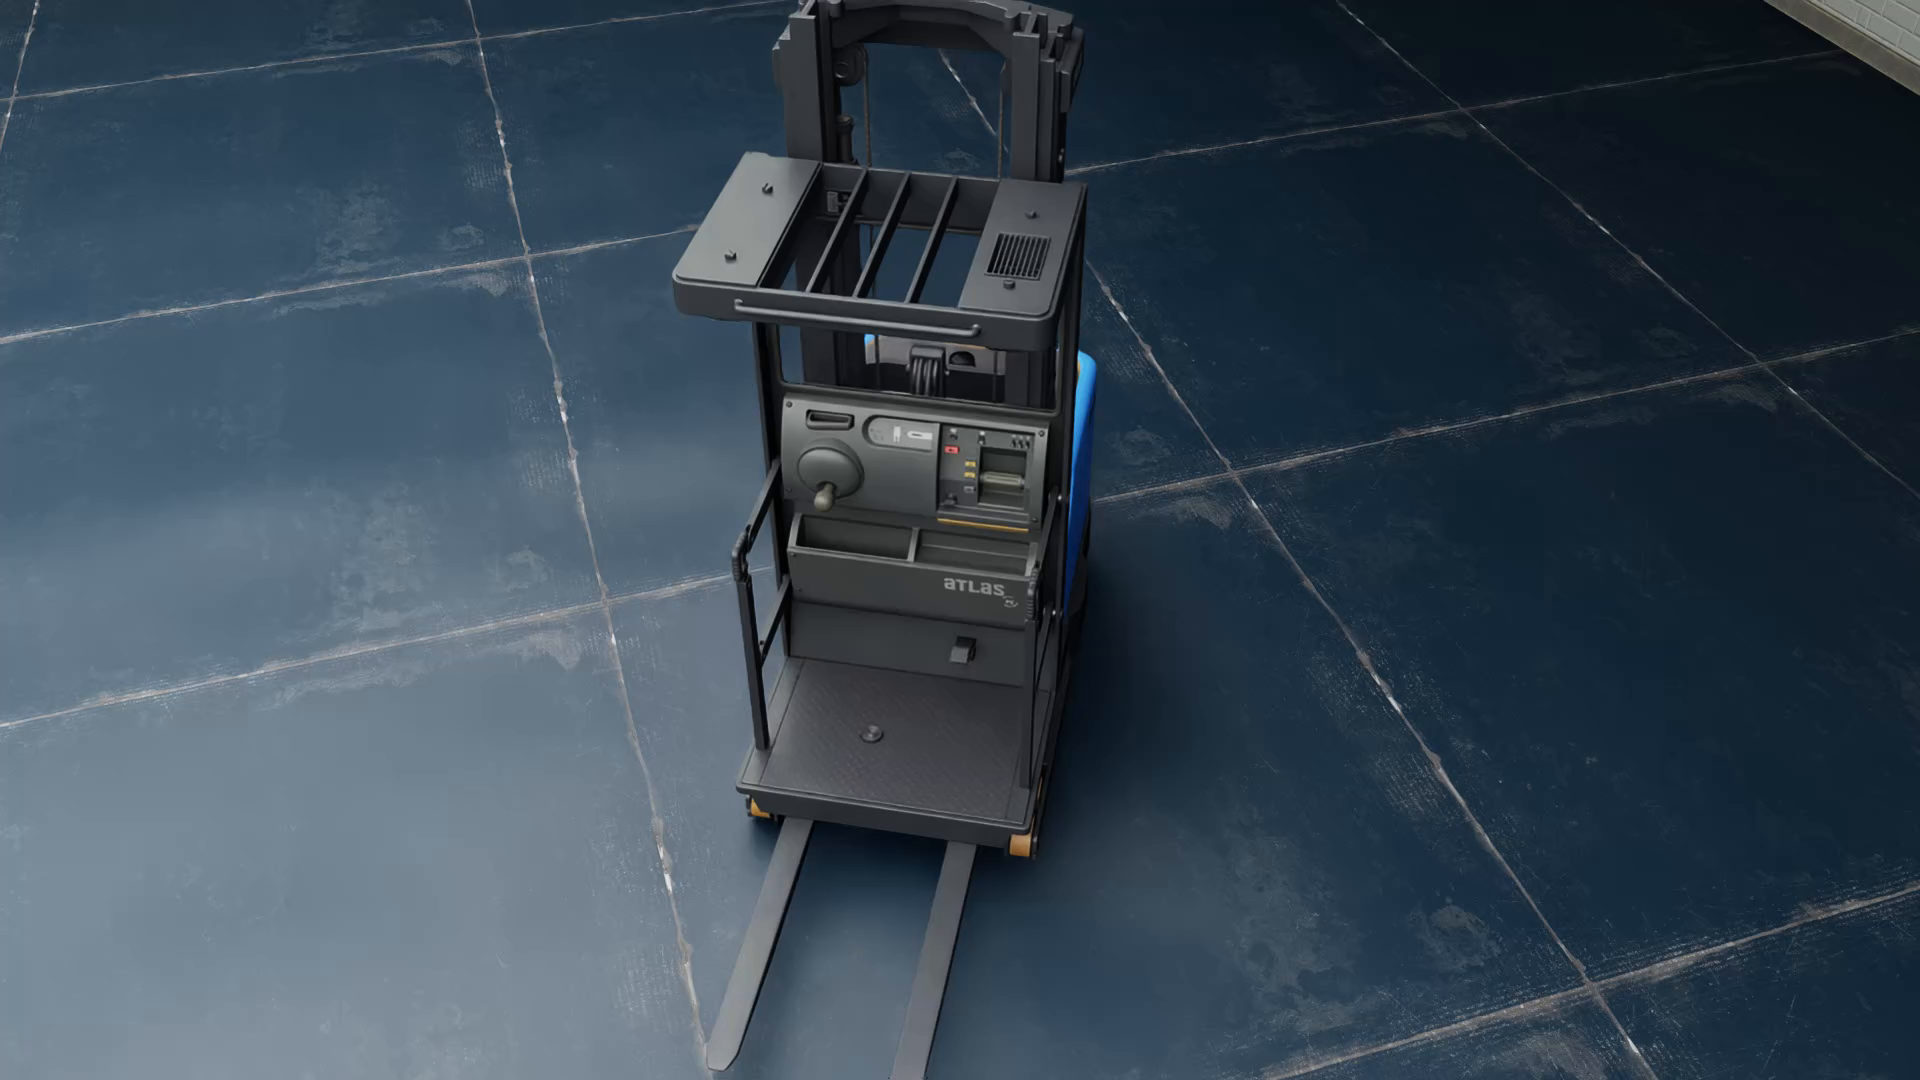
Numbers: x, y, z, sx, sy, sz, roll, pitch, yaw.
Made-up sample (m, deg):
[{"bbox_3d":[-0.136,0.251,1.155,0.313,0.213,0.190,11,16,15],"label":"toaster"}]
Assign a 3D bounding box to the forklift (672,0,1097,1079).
[{"bbox_3d":[-0.199,-0.182,5.581,1.130,2.935,3.031,7,42,8],"label":"forklift"}]
